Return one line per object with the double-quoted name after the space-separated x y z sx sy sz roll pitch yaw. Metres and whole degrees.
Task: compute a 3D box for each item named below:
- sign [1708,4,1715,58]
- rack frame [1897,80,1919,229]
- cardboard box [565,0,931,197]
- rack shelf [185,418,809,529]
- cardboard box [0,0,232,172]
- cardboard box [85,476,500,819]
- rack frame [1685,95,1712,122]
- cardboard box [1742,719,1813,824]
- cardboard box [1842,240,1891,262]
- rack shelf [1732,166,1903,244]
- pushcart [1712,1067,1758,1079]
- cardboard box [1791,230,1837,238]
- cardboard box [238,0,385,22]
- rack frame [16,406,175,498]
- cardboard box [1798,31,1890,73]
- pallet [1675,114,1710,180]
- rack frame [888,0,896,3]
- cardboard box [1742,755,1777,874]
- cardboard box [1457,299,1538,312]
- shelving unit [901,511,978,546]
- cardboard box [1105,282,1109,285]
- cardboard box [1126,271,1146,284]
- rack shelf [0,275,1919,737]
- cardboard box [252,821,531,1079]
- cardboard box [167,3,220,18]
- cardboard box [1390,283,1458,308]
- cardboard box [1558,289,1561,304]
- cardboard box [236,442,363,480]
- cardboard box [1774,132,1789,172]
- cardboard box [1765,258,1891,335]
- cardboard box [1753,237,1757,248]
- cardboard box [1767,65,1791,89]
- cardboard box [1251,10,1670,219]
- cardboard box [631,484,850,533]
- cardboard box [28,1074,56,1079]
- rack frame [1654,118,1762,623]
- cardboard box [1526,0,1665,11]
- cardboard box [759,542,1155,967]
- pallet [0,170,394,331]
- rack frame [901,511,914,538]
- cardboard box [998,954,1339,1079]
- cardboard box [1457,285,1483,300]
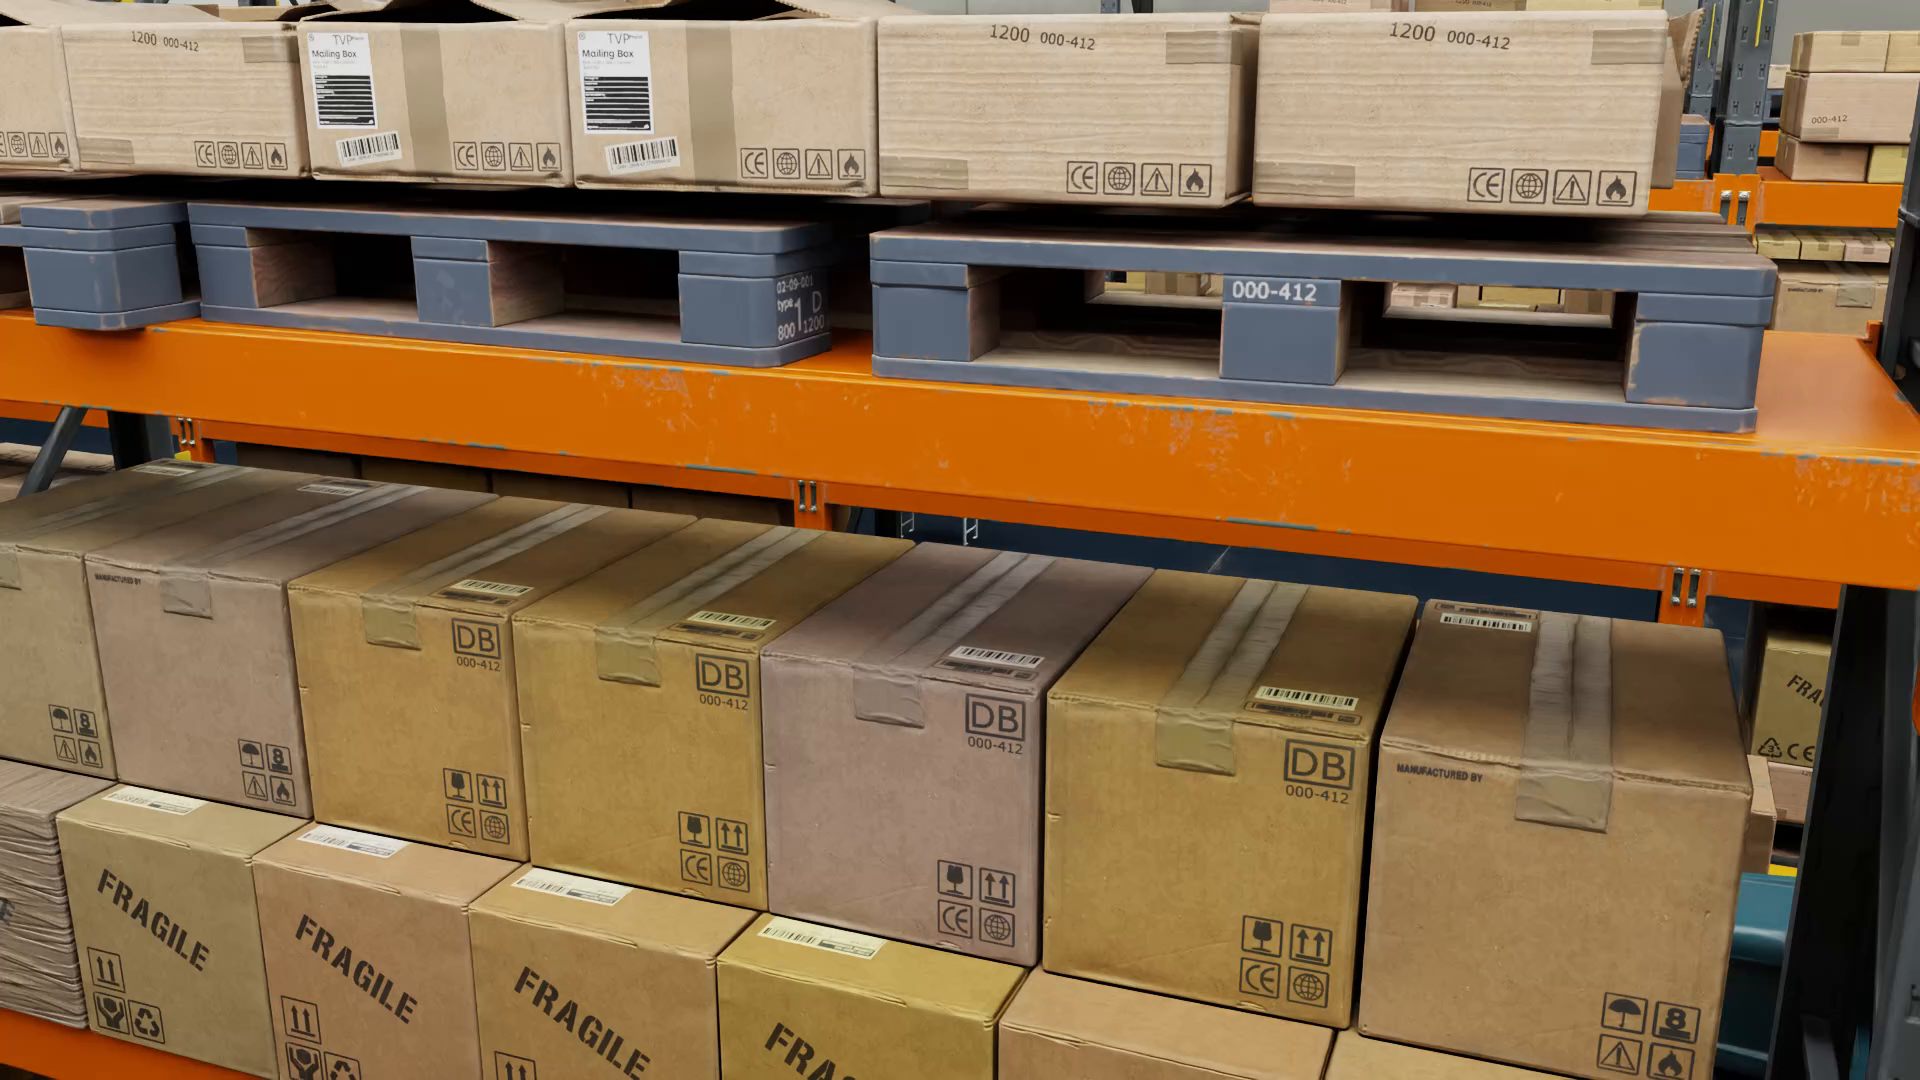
4.785 -3.241 10.587 0.005 0.325 0.100 6 17 21 "sign"
1.435 -1.842 1.879 0.127 3.000 1.000 6 17 21 "rack frame"
-0.276 -0.731 2.659 0.500 0.311 0.500 6 17 19 "cardboard box"
-2.424 -0.524 9.388 4.000 0.370 1.077 6 17 21 "rack shelf"
-1.693 -0.887 3.195 0.500 0.311 0.500 6 17 21 "cardboard box"
-1.401 0.201 3.628 0.500 0.500 0.700 6 17 20 "cardboard box"
4.975 -1.543 11.609 0.127 3.000 1.000 6 17 21 "rack frame"
3.607 0.994 7.049 0.500 0.250 0.500 5 17 18 "cardboard box"
5.881 -1.856 10.810 0.250 0.149 0.380 7 17 22 "cardboard box"
5.018 -1.146 6.151 4.000 0.370 1.077 6 17 21 "rack shelf"
2.367 1.600 5.485 0.936 0.377 1.648 0 16 1 "pushcart"
5.852 -2.031 11.414 0.250 0.149 0.380 6 17 20 "cardboard box"
-1.204 -0.989 3.547 0.500 0.311 0.500 6 17 21 "cardboard box"
-2.286 0.629 4.125 0.127 3.000 1.000 6 17 21 "rack frame"
3.330 -1.841 6.276 0.250 0.149 0.380 6 17 20 "cardboard box"
2.622 -1.697 7.094 1.003 0.211 1.213 6 17 21 "pallet"
-0.564 -3.546 7.747 0.127 3.000 1.000 6 17 21 "rack frame"
2.532 1.046 5.816 0.500 0.500 0.500 6 17 21 "cardboard box"
2.360 -0.821 7.657 0.500 0.500 0.500 6 17 21 "cardboard box"
-0.154 -0.593 11.565 0.503 1.200 0.258 6 17 21 "shelving unit"
0.446 -1.033 8.385 0.500 0.500 0.500 6 17 20 "cardboard box"
1.568 -2.005 12.573 0.500 0.250 0.500 6 17 21 "cardboard box"
-0.426 -0.261 3.102 4.000 0.370 1.077 6 17 21 "rack shelf"
-1.025 0.800 3.357 0.500 0.500 0.500 6 17 21 "cardboard box"
-4.755 -2.927 9.883 0.500 0.500 0.500 7 17 22 "cardboard box"
1.999 -1.015 7.161 0.250 0.149 0.380 6 17 19 "cardboard box"
4.133 -1.884 12.154 0.500 0.250 0.500 6 17 20 "cardboard box"
-3.679 -0.212 10.083 0.875 0.875 0.875 7 18 22 "cardboard box"
3.563 -1.622 6.952 0.250 0.149 0.380 6 17 21 "cardboard box"
3.487 -0.825 6.630 0.500 0.500 0.700 6 17 20 "cardboard box"
5.163 -1.936 11.086 0.250 0.149 0.380 7 17 22 "cardboard box"
5.281 -2.988 10.724 0.250 0.149 0.380 7 17 22 "cardboard box"
0.719 -0.610 2.352 0.500 0.250 0.500 6 17 21 "cardboard box"
-1.176 0.062 9.138 0.875 0.875 0.875 6 17 20 "cardboard box"
-1.753 1.594 4.085 0.750 0.750 1.050 6 17 20 "cardboard box"
3.157 -0.255 7.173 0.127 3.000 1.000 6 17 21 "rack frame"
2.571 -2.092 6.738 0.500 0.250 0.500 7 17 22 "cardboard box"
0.022 0.357 3.090 0.500 0.500 0.700 6 17 21 "cardboard box"
-1.668 -0.668 3.554 1.003 0.211 1.213 7 18 23 "pallet"
-0.381 -0.618 11.651 0.015 1.200 0.240 6 17 21 "rack frame"
0.381 0.955 2.825 0.500 0.500 0.500 6 17 20 "cardboard box"
3.470 -1.800 11.865 0.500 0.250 0.500 7 17 22 "cardboard box"
